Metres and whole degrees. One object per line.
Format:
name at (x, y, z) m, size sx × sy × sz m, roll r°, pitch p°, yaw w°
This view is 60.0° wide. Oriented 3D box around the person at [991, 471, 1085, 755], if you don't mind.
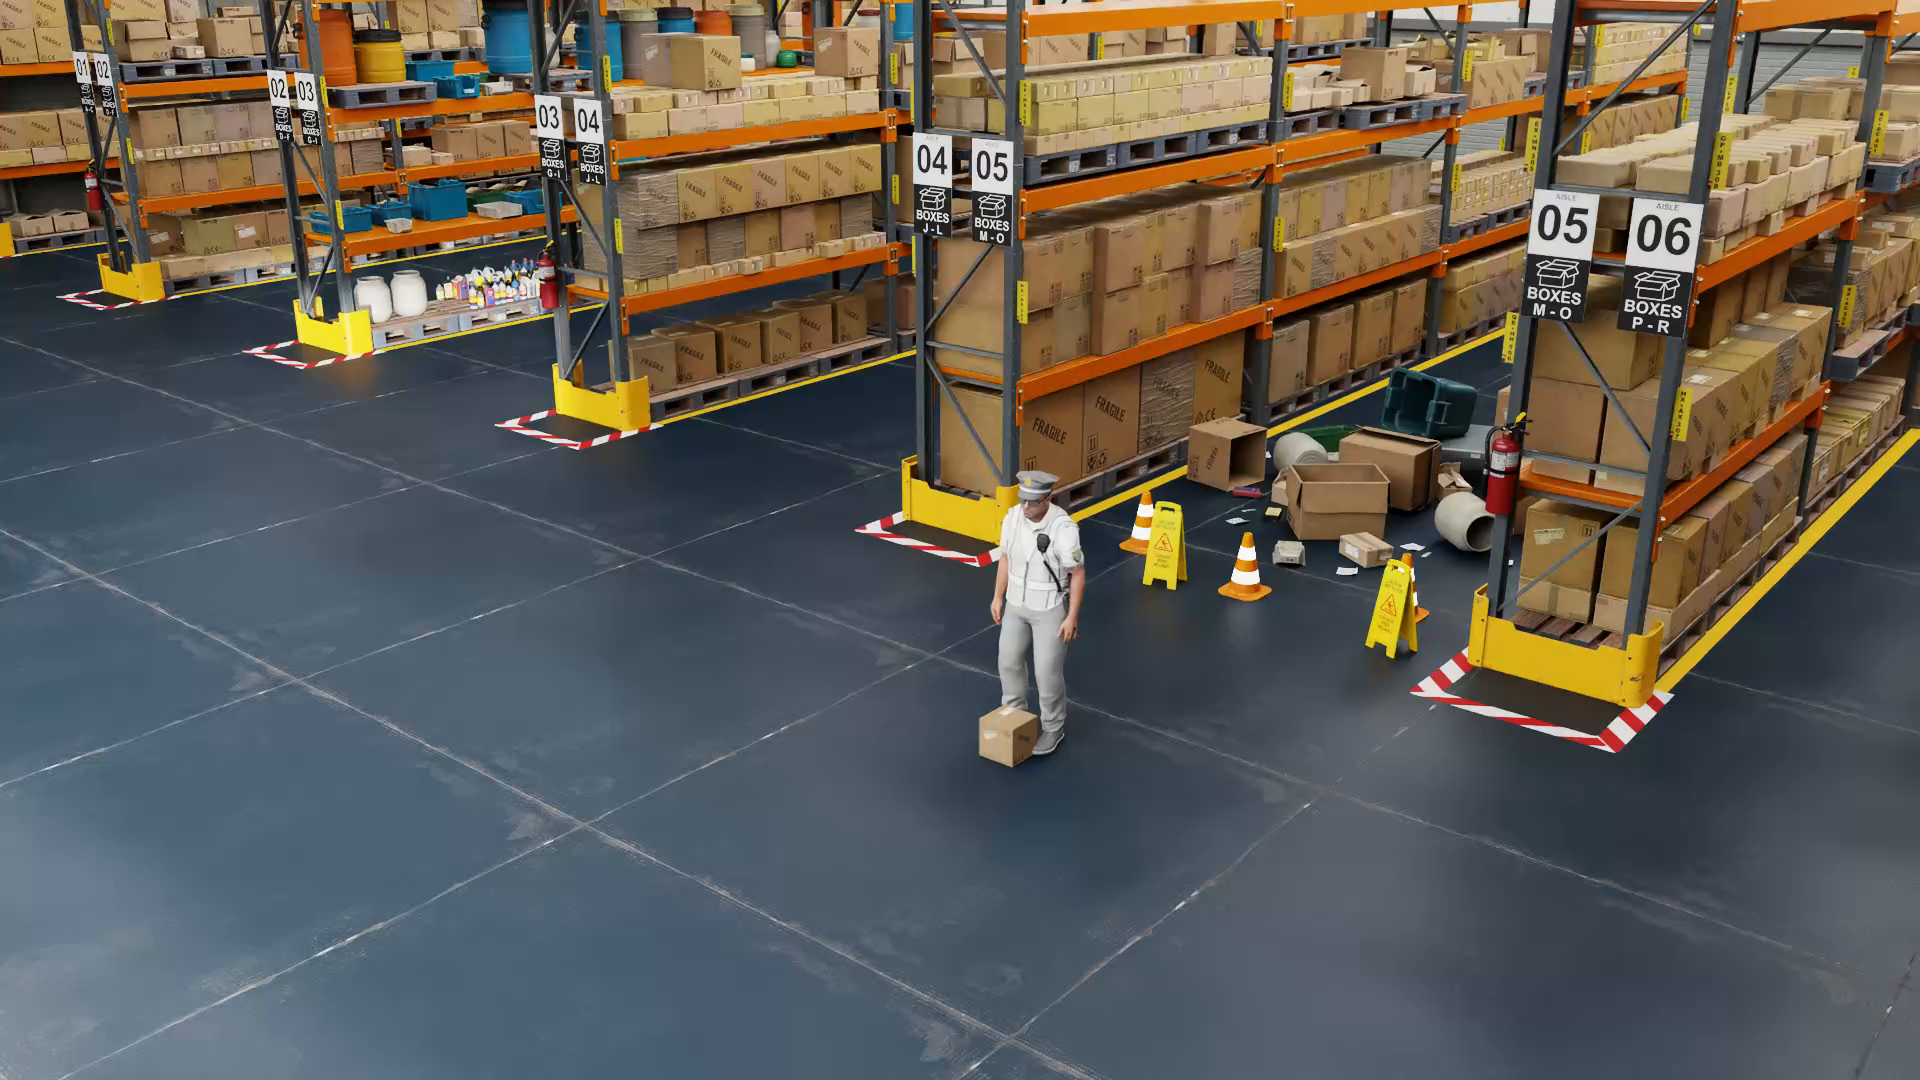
person at (0.466, 0.400, 9.965) m, size 0.606 × 1.750 × 0.431 m, roll 14°, pitch 24°, yaw 34°
